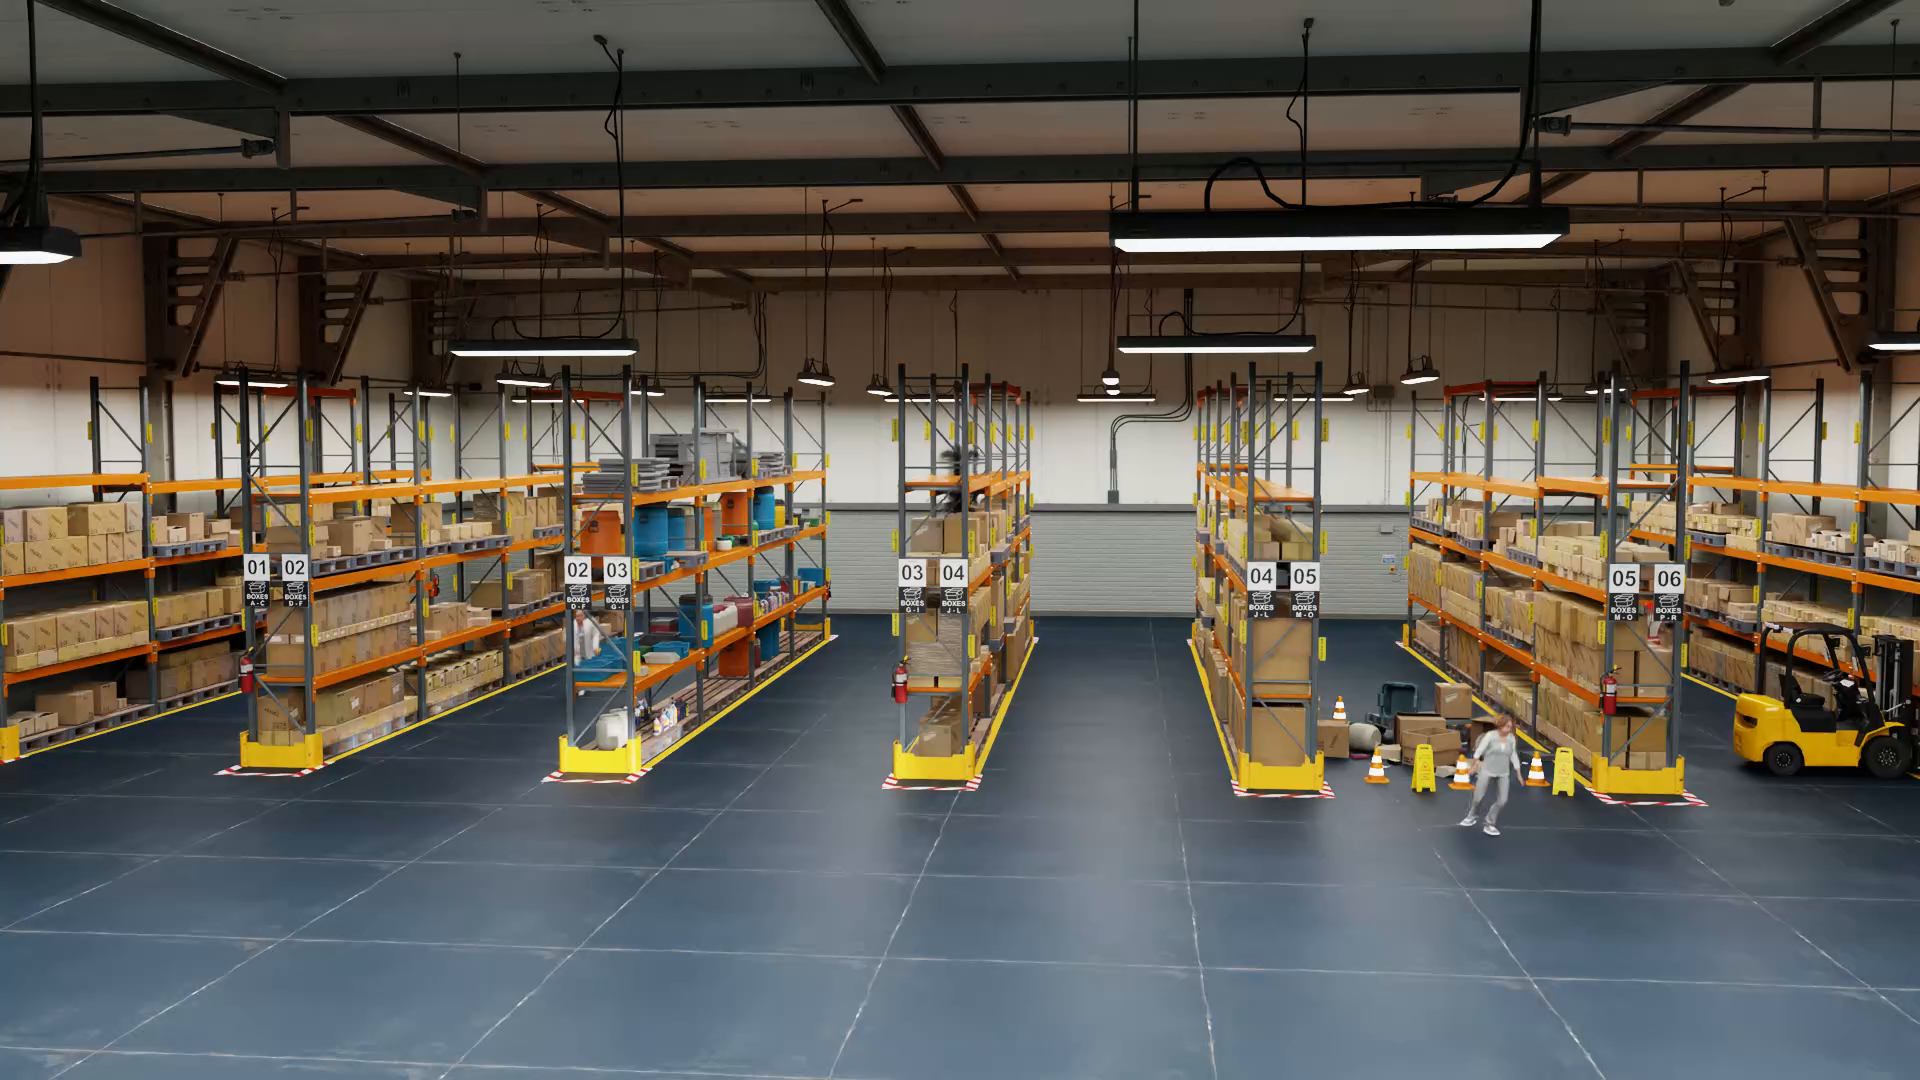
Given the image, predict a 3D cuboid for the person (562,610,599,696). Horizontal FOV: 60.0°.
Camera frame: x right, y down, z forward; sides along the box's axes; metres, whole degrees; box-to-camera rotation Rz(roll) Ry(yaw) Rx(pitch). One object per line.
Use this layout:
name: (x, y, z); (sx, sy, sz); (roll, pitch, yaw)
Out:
person: (-7.225, 2.132, 31.640); (0.685, 1.678, 0.815); (-1, 4, -20)

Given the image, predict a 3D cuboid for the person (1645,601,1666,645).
person: (13.117, 2.068, 31.676); (0.700, 1.826, 0.916); (0, 4, -3)

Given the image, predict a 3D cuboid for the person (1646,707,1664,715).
person: (11.998, 2.417, 28.929); (0.634, 1.486, 0.835); (-1, 4, -8)

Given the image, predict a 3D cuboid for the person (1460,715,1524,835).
person: (6.625, 2.911, 20.730); (0.664, 1.517, 0.582); (0, 4, -1)
